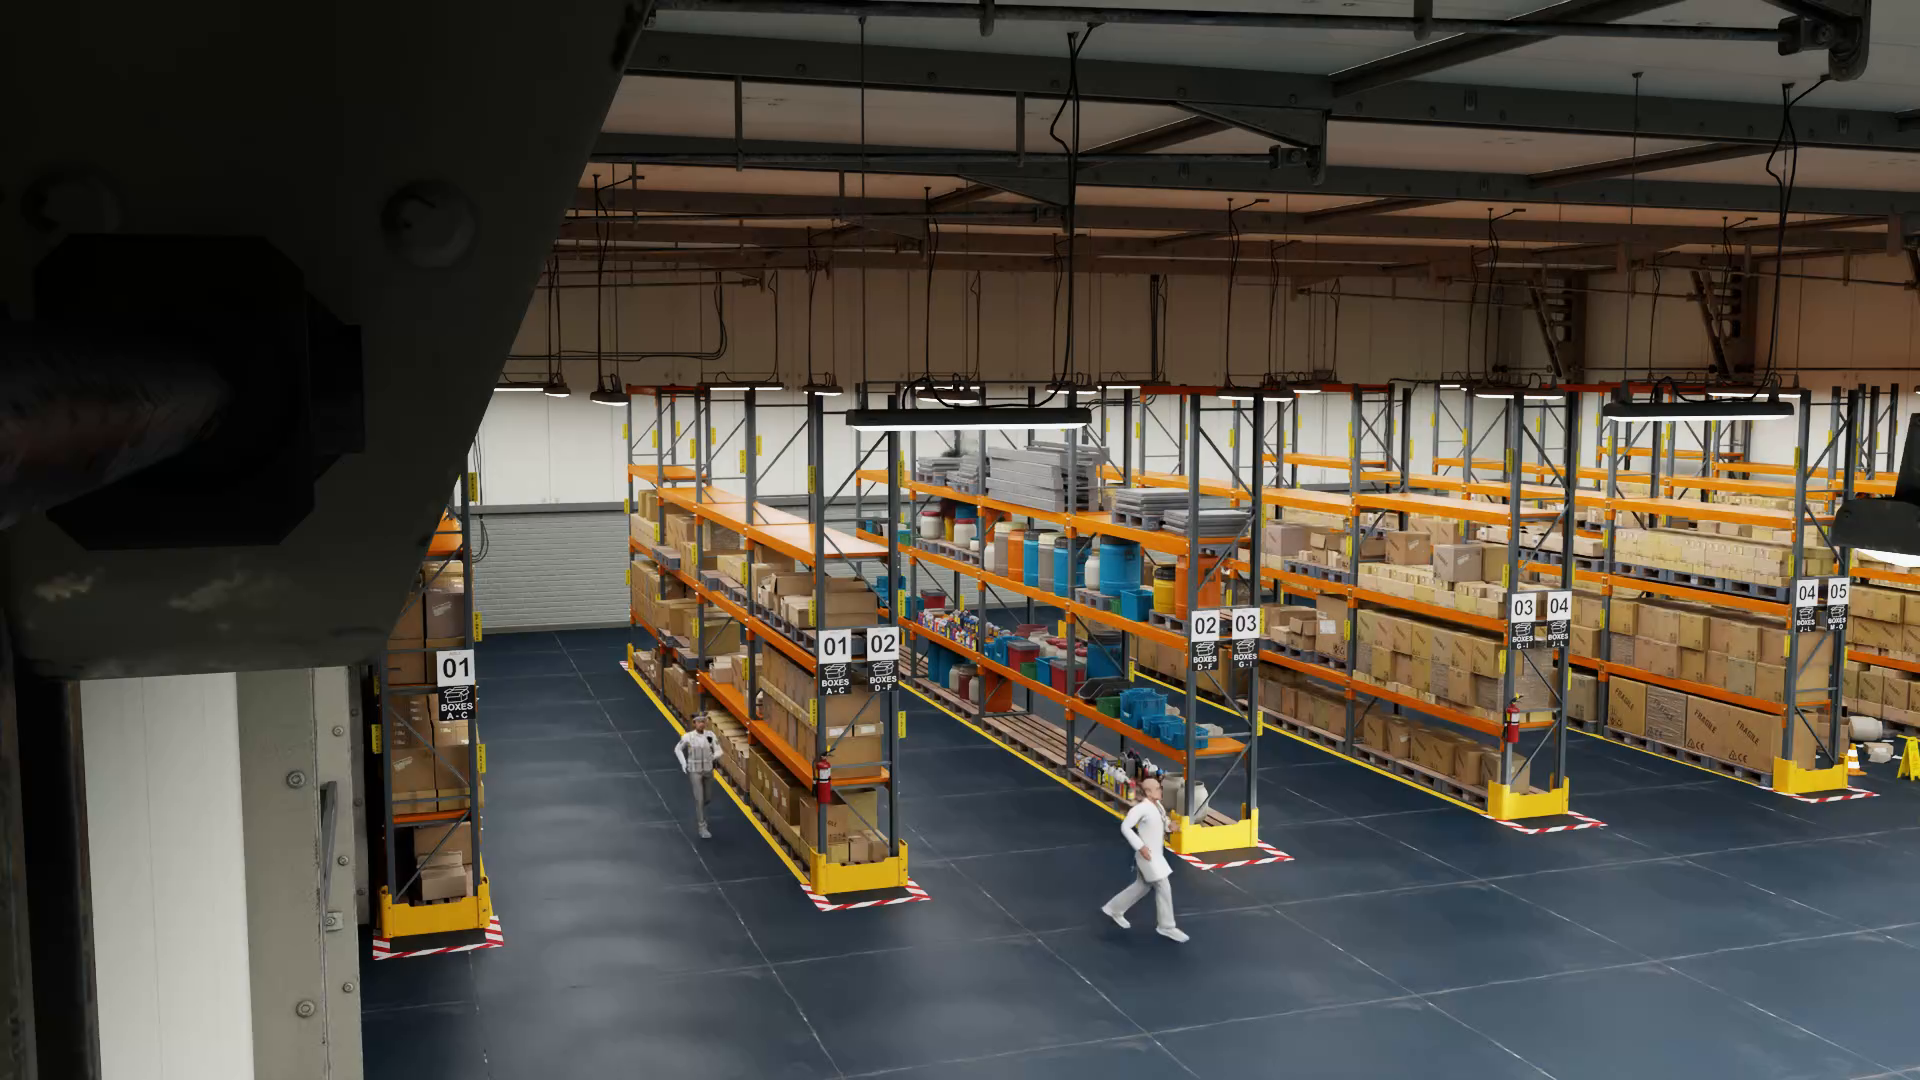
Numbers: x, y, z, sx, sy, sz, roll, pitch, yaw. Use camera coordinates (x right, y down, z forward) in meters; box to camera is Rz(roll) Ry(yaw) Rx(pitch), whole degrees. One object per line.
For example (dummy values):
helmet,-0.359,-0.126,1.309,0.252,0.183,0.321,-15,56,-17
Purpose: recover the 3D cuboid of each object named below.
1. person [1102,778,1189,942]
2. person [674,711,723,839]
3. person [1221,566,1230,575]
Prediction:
person,2.079,3.552,18.541,0.987,1.762,0.686,2,6,14
person,-3.536,3.148,22.654,0.622,1.670,0.877,-3,6,-24
person,6.520,1.254,40.911,0.695,1.701,0.831,-3,7,-30
